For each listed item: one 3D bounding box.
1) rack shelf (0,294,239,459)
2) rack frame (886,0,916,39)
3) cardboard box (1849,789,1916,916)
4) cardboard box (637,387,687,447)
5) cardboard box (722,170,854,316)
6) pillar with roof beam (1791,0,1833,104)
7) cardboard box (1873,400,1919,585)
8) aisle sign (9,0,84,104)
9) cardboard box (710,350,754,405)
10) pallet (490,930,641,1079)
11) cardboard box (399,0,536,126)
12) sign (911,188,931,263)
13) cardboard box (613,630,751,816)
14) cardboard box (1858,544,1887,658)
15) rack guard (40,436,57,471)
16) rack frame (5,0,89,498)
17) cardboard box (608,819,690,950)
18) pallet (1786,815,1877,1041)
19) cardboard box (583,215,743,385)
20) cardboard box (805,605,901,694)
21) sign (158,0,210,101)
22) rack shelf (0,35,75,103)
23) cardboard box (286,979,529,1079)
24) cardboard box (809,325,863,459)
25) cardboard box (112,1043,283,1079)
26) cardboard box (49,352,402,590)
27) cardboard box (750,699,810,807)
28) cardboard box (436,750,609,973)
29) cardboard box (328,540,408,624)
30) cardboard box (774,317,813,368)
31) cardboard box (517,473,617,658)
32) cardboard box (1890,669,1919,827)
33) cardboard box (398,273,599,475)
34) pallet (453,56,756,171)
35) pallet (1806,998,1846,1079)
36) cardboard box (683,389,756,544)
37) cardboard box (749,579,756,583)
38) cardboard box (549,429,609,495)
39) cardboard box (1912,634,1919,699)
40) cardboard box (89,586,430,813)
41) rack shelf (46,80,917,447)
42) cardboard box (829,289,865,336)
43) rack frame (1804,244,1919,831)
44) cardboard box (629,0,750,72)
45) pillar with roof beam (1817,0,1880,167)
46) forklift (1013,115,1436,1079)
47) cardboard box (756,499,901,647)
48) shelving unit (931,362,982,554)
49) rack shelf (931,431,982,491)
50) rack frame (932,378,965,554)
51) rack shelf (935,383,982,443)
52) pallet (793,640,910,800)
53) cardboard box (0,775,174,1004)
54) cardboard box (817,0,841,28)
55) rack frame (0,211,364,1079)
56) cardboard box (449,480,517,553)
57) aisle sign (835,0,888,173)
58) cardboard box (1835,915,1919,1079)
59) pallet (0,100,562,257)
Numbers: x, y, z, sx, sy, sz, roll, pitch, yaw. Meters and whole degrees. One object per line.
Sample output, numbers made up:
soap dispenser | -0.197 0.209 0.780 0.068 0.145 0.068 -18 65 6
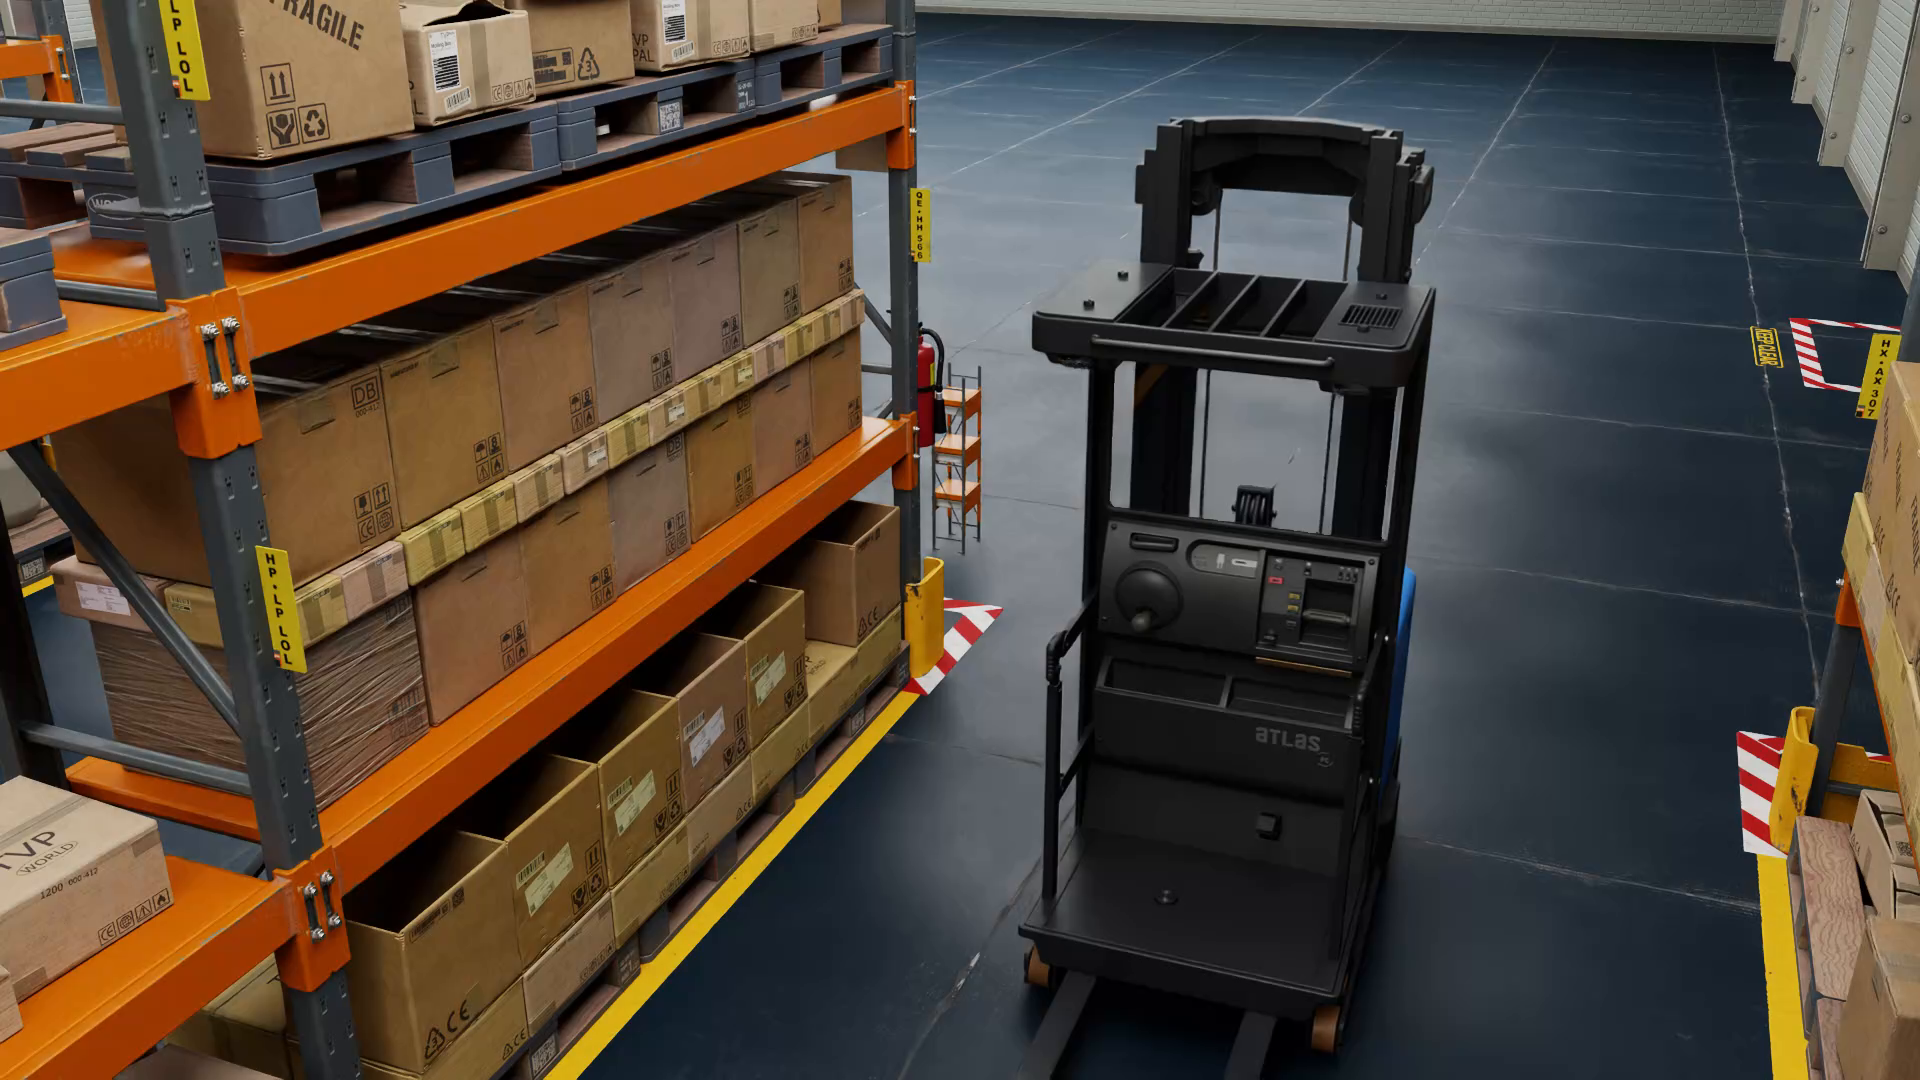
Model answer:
rack shelf | -2.905 0.258 2.283 1.077 0.370 4.000 9 24 20
rack frame | -0.677 -3.606 6.706 1.000 3.000 0.127 9 24 20
cardboard box | 3.583 1.143 6.040 0.500 0.311 0.500 6 23 14
cardboard box | -1.216 -0.463 5.996 0.380 0.149 0.250 8 24 19
cardboard box | -0.882 -1.298 7.153 0.700 0.500 0.500 9 24 20
pillar with roof beam | 9.385 -11.728 26.152 9.100 9.000 0.400 9 24 20
cardboard box | 3.275 -0.112 5.323 0.500 0.500 0.500 9 24 20
aisle sign | -4.972 -2.731 9.023 0.394 0.787 0.004 9 24 20
cardboard box | -1.025 -0.650 6.442 0.380 0.149 0.250 10 25 22
pallet | -1.828 1.602 5.640 1.003 0.211 1.213 9 24 20
cardboard box | -1.530 -1.343 4.571 0.500 0.311 0.500 7 24 17
sign | -0.178 -1.398 7.396 0.100 0.325 0.005 9 24 20
cardboard box | -1.144 0.665 6.316 0.500 0.500 0.500 9 24 20
cardboard box | 3.268 0.248 5.434 0.500 0.250 0.500 8 24 18
rack guard | -5.259 -0.360 9.964 1.175 0.500 0.348 9 24 20
rack frame | -5.274 -1.548 9.564 1.000 3.000 0.127 9 24 20
cardboard box | -1.328 1.190 6.031 0.500 0.250 0.500 9 24 20
pallet | 3.561 1.470 5.957 1.003 0.211 1.213 9 24 20
cardboard box | -1.258 -0.928 6.268 0.700 0.500 0.500 9 24 20
cardboard box | -0.602 0.472 7.751 0.500 0.250 0.500 9 24 20
sign | -1.655 -1.100 3.520 0.100 0.325 0.005 9 24 20
rack shelf | -6.017 -1.884 7.411 1.077 0.370 4.000 9 24 20
cardboard box | -1.709 1.547 5.178 0.500 0.250 0.500 9 24 20
cardboard box | -0.862 -0.718 7.448 0.700 0.500 0.500 9 24 20
cardboard box | -2.047 1.596 4.332 0.500 0.311 0.500 9 24 20
cardboard box | -2.004 -0.210 4.549 0.700 0.500 0.500 9 24 20
cardboard box | -0.960 0.832 6.890 0.500 0.250 0.500 9 24 20
cardboard box | -1.521 1.022 5.461 0.500 0.500 0.500 9 24 20
cardboard box | -1.790 0.090 4.670 0.380 0.149 0.250 9 24 21
cardboard box | -0.833 -0.833 6.882 0.380 0.149 0.250 8 24 19
cardboard box | -1.624 0.020 5.682 0.700 0.500 0.500 9 24 21
cardboard box | 2.884 0.610 4.567 0.500 0.250 0.500 9 24 21
cardboard box | -1.630 -0.570 5.411 0.700 0.500 0.500 9 24 20
pallet | -1.415 -1.493 5.656 1.003 0.211 1.213 9 24 20
pallet | 3.106 1.905 4.915 1.003 0.211 1.213 9 24 20
cardboard box | -1.242 -0.353 6.573 0.700 0.500 0.500 9 24 20
cardboard box | -1.082 0.398 7.929 0.500 0.250 0.500 9 24 20
cardboard box | -1.408 -0.282 5.561 0.380 0.149 0.250 8 24 19
cardboard box | 2.896 0.258 4.436 0.500 0.500 0.500 10 25 22
cardboard box | -2.004 0.388 4.799 0.700 0.500 0.500 8 24 19
rack shelf | -1.420 -1.174 5.710 1.077 0.370 4.000 9 24 20
cardboard box | -0.642 -1.019 7.326 0.380 0.149 0.250 8 24 19
rack frame | 3.924 -0.129 6.168 1.000 3.000 0.127 9 24 20
cardboard box | -1.066 -1.790 5.641 0.500 0.311 0.500 12 25 26
pillar with roof beam | 7.156 -9.581 21.012 9.100 9.000 0.400 9 24 20
forklift | 0.868 0.197 5.475 1.130 2.935 3.031 8 24 19
cardboard box | -0.600 0.126 7.606 0.500 0.500 0.500 9 24 20
shelving unit | -0.020 -0.465 9.502 0.215 1.050 0.252 9 24 20
rack shelf | -0.020 -0.456 9.506 0.215 0.259 0.240 9 24 20
rack frame | -0.065 -0.422 9.397 0.200 1.050 0.008 9 24 20
rack shelf | -0.020 -0.717 9.397 0.215 0.259 0.240 9 24 20
pallet | -0.922 0.729 7.731 1.003 0.211 1.213 9 24 20
cardboard box | -2.305 0.846 4.028 0.500 0.250 0.500 10 25 23
cardboard box | -0.894 -2.322 6.666 0.797 0.503 0.637 11 25 24
rack frame | -2.162 0.594 4.436 1.000 3.000 0.127 9 24 20
cardboard box | -1.599 -0.096 5.117 0.380 0.149 0.250 9 24 20
aisle sign | -0.380 -2.018 7.317 0.394 0.787 0.004 9 24 20
cardboard box | 3.053 1.515 4.903 0.700 0.500 0.500 7 24 17
pallet | -1.870 -1.058 4.614 1.003 0.211 1.213 9 24 20
